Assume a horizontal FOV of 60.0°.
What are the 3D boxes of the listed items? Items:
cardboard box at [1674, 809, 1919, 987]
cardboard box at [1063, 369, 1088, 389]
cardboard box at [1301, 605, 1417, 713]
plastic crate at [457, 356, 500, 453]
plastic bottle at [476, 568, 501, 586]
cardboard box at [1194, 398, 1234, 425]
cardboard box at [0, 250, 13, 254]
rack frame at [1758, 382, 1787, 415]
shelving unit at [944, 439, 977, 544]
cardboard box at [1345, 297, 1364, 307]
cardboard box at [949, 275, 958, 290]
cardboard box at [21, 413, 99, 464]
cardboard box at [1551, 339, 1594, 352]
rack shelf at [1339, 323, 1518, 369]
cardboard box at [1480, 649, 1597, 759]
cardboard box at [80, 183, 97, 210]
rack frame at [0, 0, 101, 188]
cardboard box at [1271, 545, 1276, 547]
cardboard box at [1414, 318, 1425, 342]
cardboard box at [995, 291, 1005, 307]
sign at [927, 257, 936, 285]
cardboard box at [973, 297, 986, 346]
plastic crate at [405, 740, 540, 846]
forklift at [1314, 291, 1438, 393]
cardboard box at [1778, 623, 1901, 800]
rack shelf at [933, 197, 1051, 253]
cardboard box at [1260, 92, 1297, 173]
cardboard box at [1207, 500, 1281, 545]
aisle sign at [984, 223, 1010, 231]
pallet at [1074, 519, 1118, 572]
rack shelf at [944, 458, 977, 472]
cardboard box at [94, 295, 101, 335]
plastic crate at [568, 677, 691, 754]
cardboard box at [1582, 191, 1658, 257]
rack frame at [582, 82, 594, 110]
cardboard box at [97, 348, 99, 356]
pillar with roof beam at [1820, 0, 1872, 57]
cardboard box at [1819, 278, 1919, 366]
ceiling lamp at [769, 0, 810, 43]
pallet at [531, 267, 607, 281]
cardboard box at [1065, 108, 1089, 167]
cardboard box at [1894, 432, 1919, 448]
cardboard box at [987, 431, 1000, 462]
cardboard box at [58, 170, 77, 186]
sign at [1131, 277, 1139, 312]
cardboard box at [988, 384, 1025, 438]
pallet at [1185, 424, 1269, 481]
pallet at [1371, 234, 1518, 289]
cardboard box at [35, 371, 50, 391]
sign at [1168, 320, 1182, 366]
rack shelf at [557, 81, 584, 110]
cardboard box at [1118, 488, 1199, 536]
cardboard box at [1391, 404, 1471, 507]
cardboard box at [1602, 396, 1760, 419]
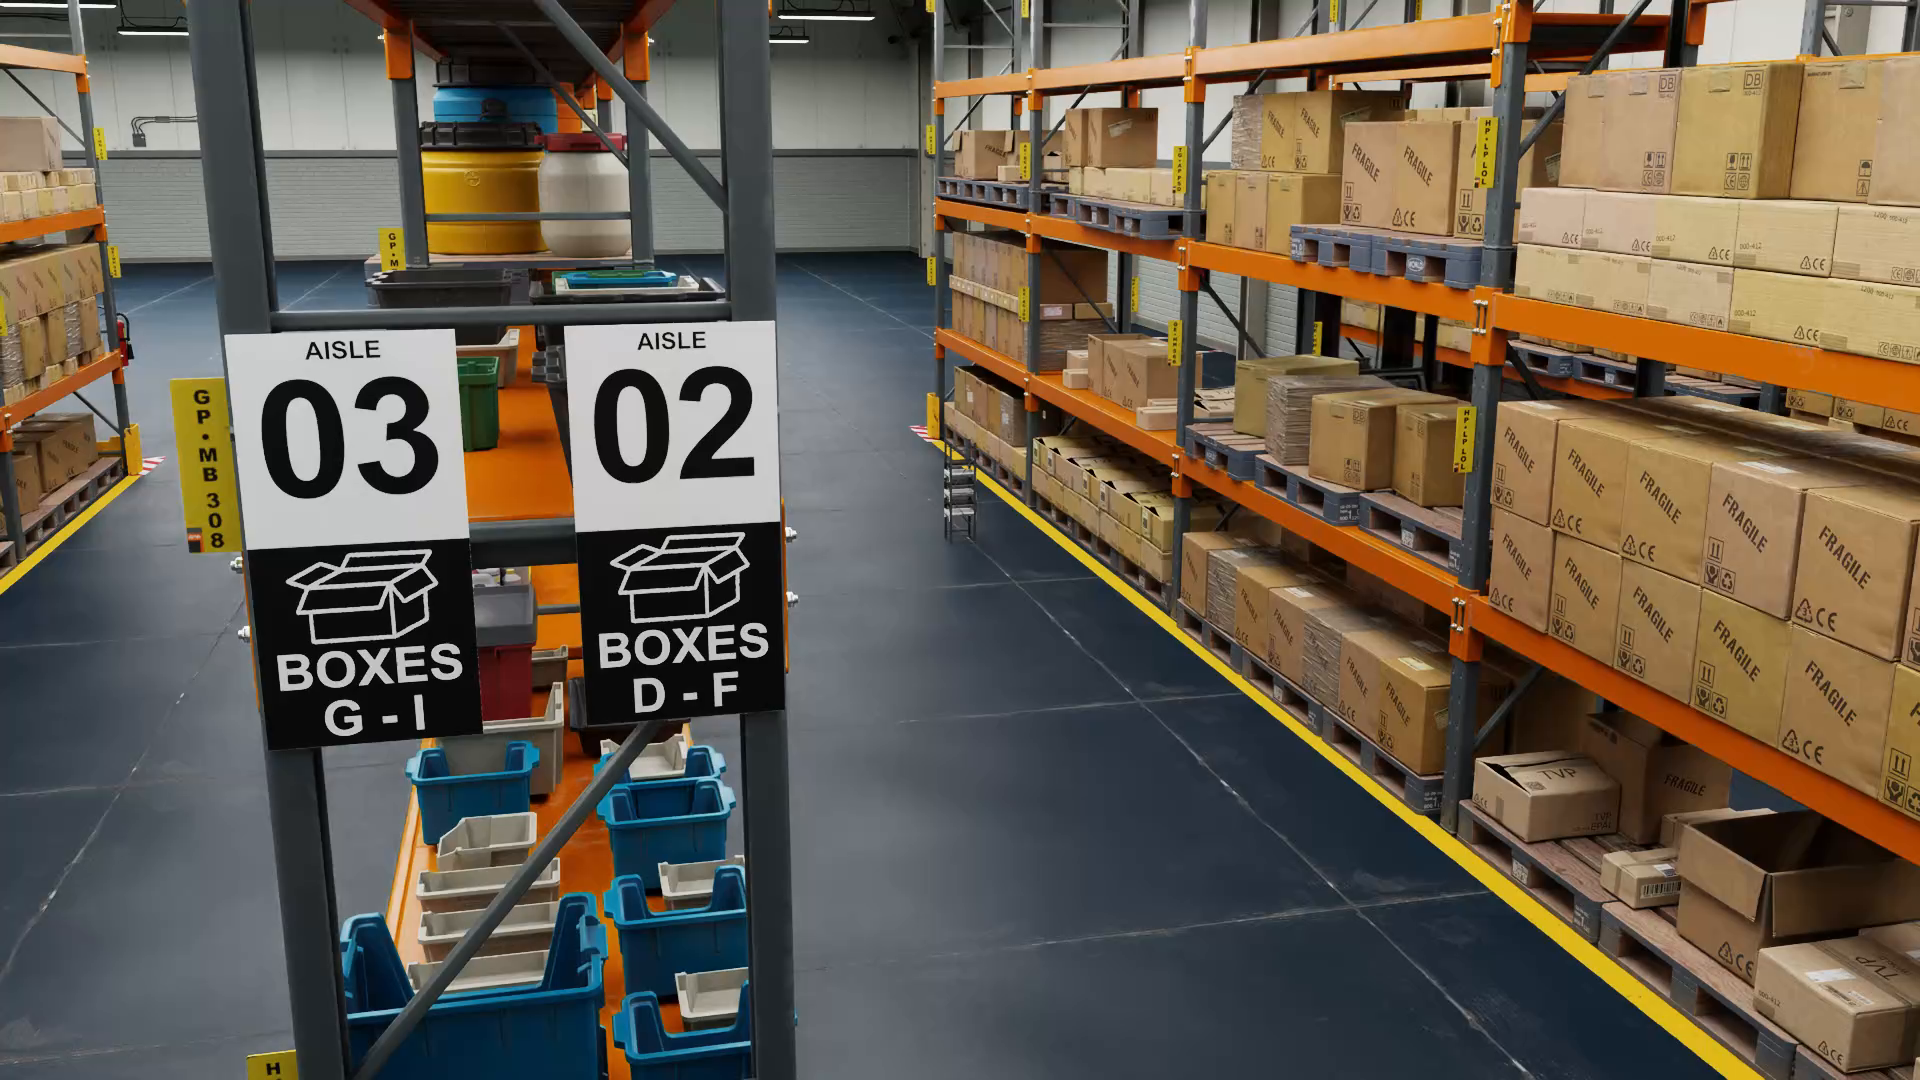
[{"bbox_3d":[3.470,1.470,6.922,0.797,0.503,0.637,-3,14,-13],"label":"cardboard box"},{"bbox_3d":[1.154,-1.470,15.151,0.380,0.149,0.250,-3,14,-13],"label":"cardboard box"},{"bbox_3d":[2.404,0.711,10.038,0.500,0.500,0.500,-3,14,-12],"label":"cardboard box"},{"bbox_3d":[-1.362,-0.330,4.082,0.450,0.188,0.336,-3,14,-13],"label":"plastic crate"},{"bbox_3d":[-2.284,0.216,7.982,0.152,0.276,0.135,-3,14,-13],"label":"plastic bottle"},{"bbox_3d":[2.041,-0.928,12.592,0.500,0.311,0.500,-2,14,-10],"label":"cardboard box"},{"bbox_3d":[-9.331,-2.485,15.832,0.500,0.500,0.500,-3,14,-13],"label":"cardboard box"},{"bbox_3d":[6.899,-1.162,13.361,1.000,3.000,0.127,-3,14,-13],"label":"rack frame"},{"bbox_3d":[0.002,-0.435,14.813,0.258,0.900,0.210,-3,14,-13],"label":"shelving unit"},{"bbox_3d":[4.946,-3.067,19.854,0.500,0.500,0.500,-3,14,-13],"label":"cardboard box"},{"bbox_3d":[0.088,-2.991,19.273,0.380,0.149,0.250,-3,14,-14],"label":"cardboard box"},{"bbox_3d":[-9.294,-1.024,17.179,0.500,0.500,0.500,-1,14,-3],"label":"cardboard box"},{"bbox_3d":[6.170,-2.098,16.057,0.700,0.500,0.500,-2,14,-7],"label":"cardboard box"},{"bbox_3d":[5.489,-2.196,19.112,1.077,0.370,4.000,-3,14,-13],"label":"rack shelf"},{"bbox_3d":[3.147,0.914,9.208,0.500,0.500,0.500,-4,14,-16],"label":"cardboard box"},{"bbox_3d":[-9.064,-3.466,16.790,0.500,0.250,0.500,-3,14,-12],"label":"cardboard box"},{"bbox_3d":[-9.425,-5.093,16.813,1.000,3.000,0.127,-3,14,-13],"label":"rack frame"},{"bbox_3d":[2.247,0.110,13.066,0.500,0.250,0.500,-3,14,-13],"label":"cardboard box"},{"bbox_3d":[5.311,-2.344,18.476,0.500,0.250,0.500,-3,14,-13],"label":"cardboard box"},{"bbox_3d":[0.576,-2.515,17.323,0.380,0.149,0.250,-3,14,-12],"label":"cardboard box"},{"bbox_3d":[-0.335,-3.160,19.549,0.100,0.325,0.005,-3,14,-13],"label":"sign"},{"bbox_3d":[0.542,-2.435,18.361,0.700,0.500,0.500,-3,14,-13],"label":"cardboard box"},{"bbox_3d":[-1.584,0.829,5.441,0.416,0.233,0.300,-3,14,-13],"label":"plastic crate"},{"bbox_3d":[3.535,-1.217,13.732,1.130,2.935,3.031,-4,14,-15],"label":"forklift"},{"bbox_3d":[3.356,0.589,5.984,0.500,0.500,0.500,-3,14,-13],"label":"cardboard box"},{"bbox_3d":[0.675,-3.376,17.623,1.077,0.370,4.000,-3,14,-13],"label":"rack shelf"},{"bbox_3d":[2.300,-2.657,10.846,0.500,0.500,0.500,-3,14,-13],"label":"cardboard box"},{"bbox_3d":[2.247,-0.163,12.999,0.500,0.311,0.500,-3,14,-11],"label":"cardboard box"},{"bbox_3d":[0.476,-4.025,19.602,0.394,0.787,0.004,-3,14,-13],"label":"aisle sign"},{"bbox_3d":[1.646,-0.003,14.495,1.003,0.211,1.213,-3,14,-13],"label":"pallet"},{"bbox_3d":[0.002,-0.665,14.756,0.258,0.077,0.200,-3,14,-13],"label":"rack shelf"},{"bbox_3d":[-9.322,-2.244,16.953,0.875,0.500,0.500,-3,14,-13],"label":"cardboard box"},{"bbox_3d":[-1.268,0.661,6.354,0.437,0.125,0.590,-3,14,-13],"label":"plastic crate"},{"bbox_3d":[3.016,-1.348,7.066,0.500,0.250,0.500,-3,14,-13],"label":"cardboard box"},{"bbox_3d":[-3.671,-4.446,14.166,1.000,3.000,0.127,-3,14,-13],"label":"rack frame"},{"bbox_3d":[-9.099,-1.945,17.097,0.380,0.149,0.250,-3,14,-13],"label":"cardboard box"},{"bbox_3d":[3.250,-4.184,13.092,9.100,9.000,0.400,-3,14,-13],"label":"pillar with roof beam"},{"bbox_3d":[3.349,-0.758,5.704,0.500,0.250,0.500,-3,14,-13],"label":"cardboard box"},{"bbox_3d":[-4.935,-14.397,42.594,2.000,3.185,0.800,-3,14,-13],"label":"ceiling lamp"},{"bbox_3d":[-2.340,-1.489,8.779,1.003,0.211,1.213,-3,14,-13],"label":"pallet"},{"bbox_3d":[1.251,-3.616,14.936,0.500,0.500,0.500,-3,14,-13],"label":"cardboard box"},{"bbox_3d":[7.030,-0.725,12.063,0.380,0.149,0.250,-3,14,-12],"label":"cardboard box"},{"bbox_3d":[0.584,-1.001,17.612,0.500,0.250,0.500,-3,14,-13],"label":"cardboard box"},{"bbox_3d":[-8.856,-3.530,16.211,0.380,0.149,0.250,-3,14,-13],"label":"cardboard box"},{"bbox_3d":[1.670,-2.364,16.010,0.100,0.325,0.005,-3,14,-13],"label":"sign"},{"bbox_3d":[0.596,-1.366,17.526,0.500,0.500,0.500,-3,14,-13],"label":"cardboard box"},{"bbox_3d":[2.312,-0.639,11.627,1.213,0.211,1.003,-3,14,-13],"label":"pallet"},{"bbox_3d":[2.939,-1.482,8.749,1.213,0.211,1.003,-3,14,-13],"label":"pallet"},{"bbox_3d":[-8.462,-1.432,14.998,0.380,0.149,0.250,-3,14,-13],"label":"cardboard box"},{"bbox_3d":[1.546,-1.415,11.961,0.100,0.325,0.005,-3,14,-13],"label":"sign"},{"bbox_3d":[-4.140,-4.364,16.188,1.077,0.370,4.000,-3,14,-13],"label":"rack shelf"},{"bbox_3d":[1.594,-0.252,13.365,0.500,0.311,0.500,-4,14,-14],"label":"cardboard box"},{"bbox_3d":[2.907,-0.491,9.522,0.700,0.500,0.500,-1,14,-4],"label":"cardboard box"},{"bbox_3d":[3.394,-0.394,7.902,0.500,0.500,0.500,-3,14,-13],"label":"cardboard box"}]
